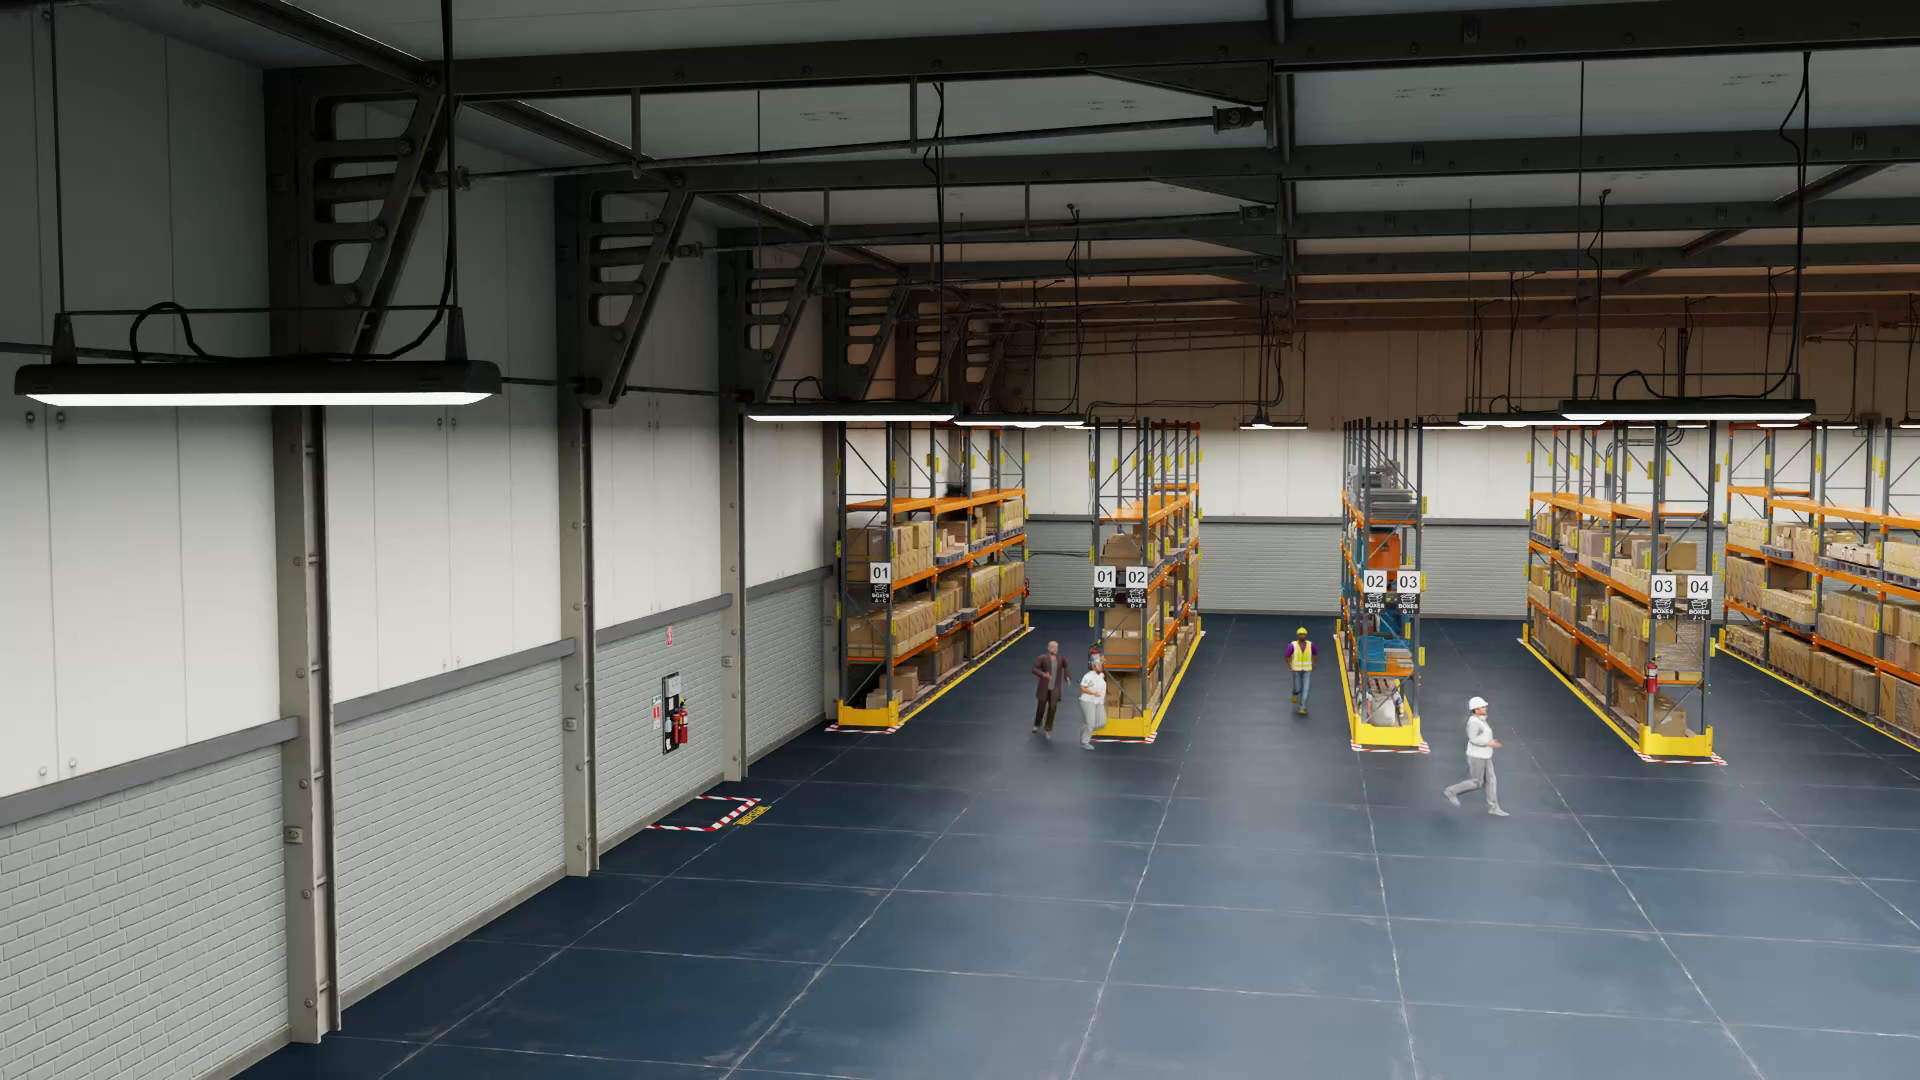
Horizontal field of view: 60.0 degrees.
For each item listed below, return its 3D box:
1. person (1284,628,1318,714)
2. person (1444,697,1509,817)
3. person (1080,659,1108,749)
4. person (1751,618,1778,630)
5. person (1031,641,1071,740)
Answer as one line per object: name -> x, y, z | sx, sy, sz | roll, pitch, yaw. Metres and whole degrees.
person -> 6.976, 2.659, 33.920 | 0.700, 1.739, 0.801 | 0, 4, 3
person -> 7.724, 3.223, 24.802 | 0.935, 1.770, 0.661 | 2, 4, 29
person -> 2.454, 2.964, 30.214 | 0.626, 1.615, 0.588 | -3, 5, -39
person -> 21.896, 2.062, 45.123 | 0.926, 1.584, 0.568 | 1, 4, 14
person -> 1.720, 2.805, 31.270 | 0.768, 1.800, 0.852 | -1, 4, -9
